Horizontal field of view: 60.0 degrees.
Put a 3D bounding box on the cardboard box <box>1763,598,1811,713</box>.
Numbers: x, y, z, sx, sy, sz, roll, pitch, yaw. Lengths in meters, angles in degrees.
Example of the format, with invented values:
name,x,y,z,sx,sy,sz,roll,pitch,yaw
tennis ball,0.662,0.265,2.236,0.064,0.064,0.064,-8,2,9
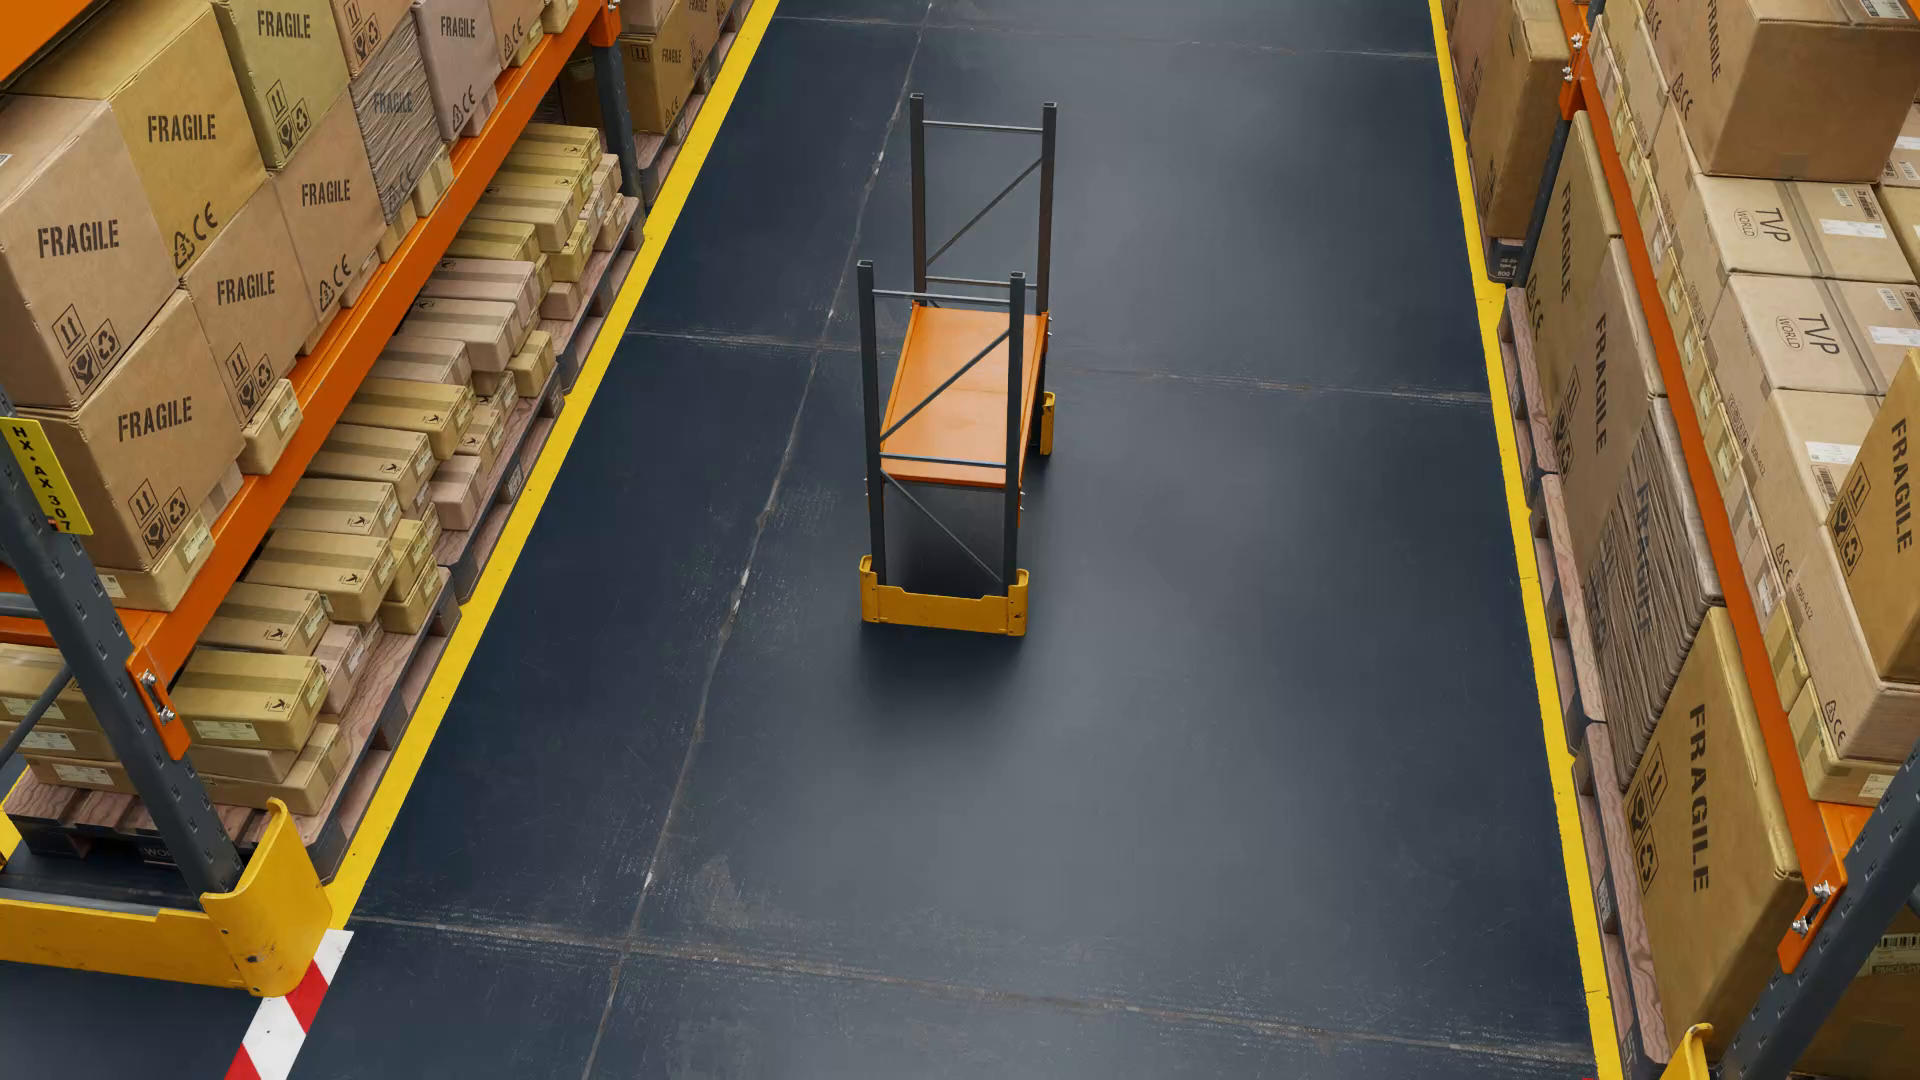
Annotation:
name,x,y,z,sx,sy,sz,roll,pitch,yaw
cardboard box,2.147,0.292,3.943,0.380,0.149,0.250,6,44,6

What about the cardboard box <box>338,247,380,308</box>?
name,x,y,z,sx,sy,sz,roll,pitch,yaw
cardboard box,-2.041,-0.862,5.162,0.380,0.149,0.250,4,44,5

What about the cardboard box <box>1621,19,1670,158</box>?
name,x,y,z,sx,sy,sz,roll,pitch,yaw
cardboard box,2.530,-1.494,5.539,0.500,0.250,0.500,5,44,5

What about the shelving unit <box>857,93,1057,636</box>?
name,x,y,z,sx,sy,sz,roll,pitch,yaw
shelving unit,0.010,-0.597,5.789,0.587,1.500,1.083,5,44,6

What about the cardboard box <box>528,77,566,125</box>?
name,x,y,z,sx,sy,sz,roll,pitch,yaw
cardboard box,-2.132,-2.368,8.081,0.500,0.500,0.500,4,44,5

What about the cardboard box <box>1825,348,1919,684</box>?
name,x,y,z,sx,sy,sz,roll,pitch,yaw
cardboard box,2.198,-0.031,3.449,0.500,0.500,0.500,6,44,6

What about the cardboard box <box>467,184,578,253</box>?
name,x,y,z,sx,sy,sz,roll,pitch,yaw
cardboard box,-1.790,-1.315,6.792,0.380,0.149,0.250,5,44,5

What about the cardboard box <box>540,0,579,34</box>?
name,x,y,z,sx,sy,sz,roll,pitch,yaw
cardboard box,-1.712,-2.103,6.472,0.380,0.149,0.250,4,44,4

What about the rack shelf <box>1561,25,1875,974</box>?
name,x,y,z,sx,sy,sz,roll,pitch,yaw
rack shelf,2.658,-0.451,5.068,1.077,0.370,4.000,5,44,6

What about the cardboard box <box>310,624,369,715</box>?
name,x,y,z,sx,sy,sz,roll,pitch,yaw
cardboard box,-2.093,0.390,5.208,0.380,0.149,0.250,5,44,5

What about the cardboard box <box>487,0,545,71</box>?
name,x,y,z,sx,sy,sz,roll,pitch,yaw
cardboard box,-1.834,-2.031,5.924,0.500,0.500,0.500,4,44,4

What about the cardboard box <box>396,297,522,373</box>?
name,x,y,z,sx,sy,sz,roll,pitch,yaw
cardboard box,-1.869,-0.767,6.214,0.380,0.149,0.250,4,44,4

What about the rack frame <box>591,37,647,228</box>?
name,x,y,z,sx,sy,sz,roll,pitch,yaw
rack frame,-1.981,-2.595,6.809,1.000,3.000,0.127,5,44,6

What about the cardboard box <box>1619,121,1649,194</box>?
name,x,y,z,sx,sy,sz,roll,pitch,yaw
cardboard box,2.452,-1.275,5.598,0.380,0.149,0.250,4,44,4

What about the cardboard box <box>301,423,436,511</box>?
name,x,y,z,sx,sy,sz,roll,pitch,yaw
cardboard box,-2.029,-0.252,5.670,0.380,0.149,0.250,7,44,7

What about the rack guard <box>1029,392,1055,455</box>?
name,x,y,z,sx,sy,sz,roll,pitch,yaw
rack guard,0.076,-0.482,6.577,0.587,0.250,0.087,5,44,6

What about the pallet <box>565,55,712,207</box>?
name,x,y,z,sx,sy,sz,roll,pitch,yaw
pallet,-1.879,-2.114,8.329,1.003,0.211,1.213,5,44,6

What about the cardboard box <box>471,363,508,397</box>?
name,x,y,z,sx,sy,sz,roll,pitch,yaw
cardboard box,-1.949,-0.689,6.348,0.380,0.149,0.250,3,44,4

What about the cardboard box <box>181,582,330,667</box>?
name,x,y,z,sx,sy,sz,roll,pitch,yaw
cardboard box,-2.186,0.272,5.116,0.380,0.149,0.250,6,44,6

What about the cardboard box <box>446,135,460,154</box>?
name,x,y,z,sx,sy,sz,roll,pitch,yaw
cardboard box,-1.958,-1.396,5.726,0.380,0.149,0.250,5,44,5

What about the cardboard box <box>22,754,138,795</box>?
name,x,y,z,sx,sy,sz,roll,pitch,yaw
cardboard box,-2.646,0.636,5.165,0.380,0.149,0.250,6,44,6

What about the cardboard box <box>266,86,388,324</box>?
name,x,y,z,sx,sy,sz,roll,pitch,yaw
cardboard box,-2.053,-0.994,4.829,0.500,0.500,0.500,6,44,6

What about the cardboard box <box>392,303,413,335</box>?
name,x,y,z,sx,sy,sz,roll,pitch,yaw
cardboard box,-2.385,-0.884,6.553,0.380,0.149,0.250,7,44,7

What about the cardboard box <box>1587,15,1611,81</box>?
name,x,y,z,sx,sy,sz,roll,pitch,yaw
cardboard box,2.554,-1.813,6.166,0.380,0.149,0.250,5,44,6

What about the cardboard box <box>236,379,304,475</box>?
name,x,y,z,sx,sy,sz,roll,pitch,yaw
cardboard box,-2.060,-0.325,4.594,0.380,0.149,0.250,4,44,4

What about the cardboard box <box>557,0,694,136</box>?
name,x,y,z,sx,sy,sz,roll,pitch,yaw
cardboard box,-1.620,-2.320,8.031,0.500,0.500,0.500,7,44,7

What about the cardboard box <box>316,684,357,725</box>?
name,x,y,z,sx,sy,sz,roll,pitch,yaw
cardboard box,-2.169,0.500,5.309,0.380,0.149,0.250,5,44,5

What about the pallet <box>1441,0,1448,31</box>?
name,x,y,z,sx,sy,sz,roll,pitch,yaw
pallet,3.272,-3.259,9.538,1.003,0.211,1.213,5,44,6

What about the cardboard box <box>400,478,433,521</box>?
name,x,y,z,sx,sy,sz,roll,pitch,yaw
cardboard box,-2.066,-0.139,5.767,0.380,0.149,0.250,3,44,3

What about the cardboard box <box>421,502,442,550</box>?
name,x,y,z,sx,sy,sz,roll,pitch,yaw
cardboard box,-2.062,-0.017,5.854,0.380,0.149,0.250,5,44,6

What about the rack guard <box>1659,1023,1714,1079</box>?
name,x,y,z,sx,sy,sz,roll,pitch,yaw
rack guard,2.391,1.574,4.224,1.175,0.500,0.348,5,44,6

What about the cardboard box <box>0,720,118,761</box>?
name,x,y,z,sx,sy,sz,roll,pitch,yaw
cardboard box,-2.722,0.520,5.071,0.380,0.149,0.250,4,44,4

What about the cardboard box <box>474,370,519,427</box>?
name,x,y,z,sx,sy,sz,roll,pitch,yaw
cardboard box,-1.933,-0.537,6.404,0.380,0.149,0.250,6,44,6

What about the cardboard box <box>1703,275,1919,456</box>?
name,x,y,z,sx,sy,sz,roll,pitch,yaw
cardboard box,2.329,-0.450,4.436,0.500,0.250,0.500,4,44,4

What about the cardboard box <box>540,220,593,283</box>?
name,x,y,z,sx,sy,sz,roll,pitch,yaw
cardboard box,-1.748,-1.207,6.895,0.380,0.149,0.250,4,44,4

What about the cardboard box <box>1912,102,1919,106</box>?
name,x,y,z,sx,sy,sz,roll,pitch,yaw
cardboard box,3.058,-1.452,5.494,0.500,0.250,0.500,6,44,7

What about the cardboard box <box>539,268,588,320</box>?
name,x,y,z,sx,sy,sz,roll,pitch,yaw
cardboard box,-1.783,-1.059,6.955,0.380,0.149,0.250,4,44,4

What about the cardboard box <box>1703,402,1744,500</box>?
name,x,y,z,sx,sy,sz,roll,pitch,yaw
cardboard box,2.248,-0.227,4.491,0.380,0.149,0.250,4,44,5

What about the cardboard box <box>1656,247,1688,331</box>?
name,x,y,z,sx,sy,sz,roll,pitch,yaw
cardboard box,2.349,-0.751,5.044,0.380,0.149,0.250,4,44,4

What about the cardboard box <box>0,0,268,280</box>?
name,x,y,z,sx,sy,sz,roll,pitch,yaw
cardboard box,-2.126,-1.003,4.111,0.500,0.500,0.500,6,44,7

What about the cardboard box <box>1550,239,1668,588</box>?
name,x,y,z,sx,sy,sz,roll,pitch,yaw
cardboard box,2.637,-0.401,5.731,0.875,0.875,0.875,5,44,6

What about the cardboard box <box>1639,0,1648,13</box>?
name,x,y,z,sx,sy,sz,roll,pitch,yaw
cardboard box,2.606,-2.098,5.632,0.500,0.500,0.500,5,44,6

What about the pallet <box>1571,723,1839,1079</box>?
name,x,y,z,sx,sy,sz,roll,pitch,yaw
pallet,2.422,1.111,4.923,1.003,0.211,1.213,5,44,6

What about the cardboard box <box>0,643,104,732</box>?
name,x,y,z,sx,sy,sz,roll,pitch,yaw
cardboard box,-2.691,0.414,4.967,0.380,0.149,0.250,6,44,6

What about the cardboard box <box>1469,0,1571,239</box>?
name,x,y,z,sx,sy,sz,roll,pitch,yaw
cardboard box,2.987,-1.895,7.309,1.225,0.875,0.875,5,44,6

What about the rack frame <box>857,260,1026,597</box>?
name,x,y,z,sx,sy,sz,roll,pitch,yaw
rack frame,-0.056,-0.256,5.430,0.500,1.500,0.032,5,44,6

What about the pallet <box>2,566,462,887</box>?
name,x,y,z,sx,sy,sz,roll,pitch,yaw
pallet,-2.357,0.541,5.525,1.003,0.211,1.213,5,44,6
